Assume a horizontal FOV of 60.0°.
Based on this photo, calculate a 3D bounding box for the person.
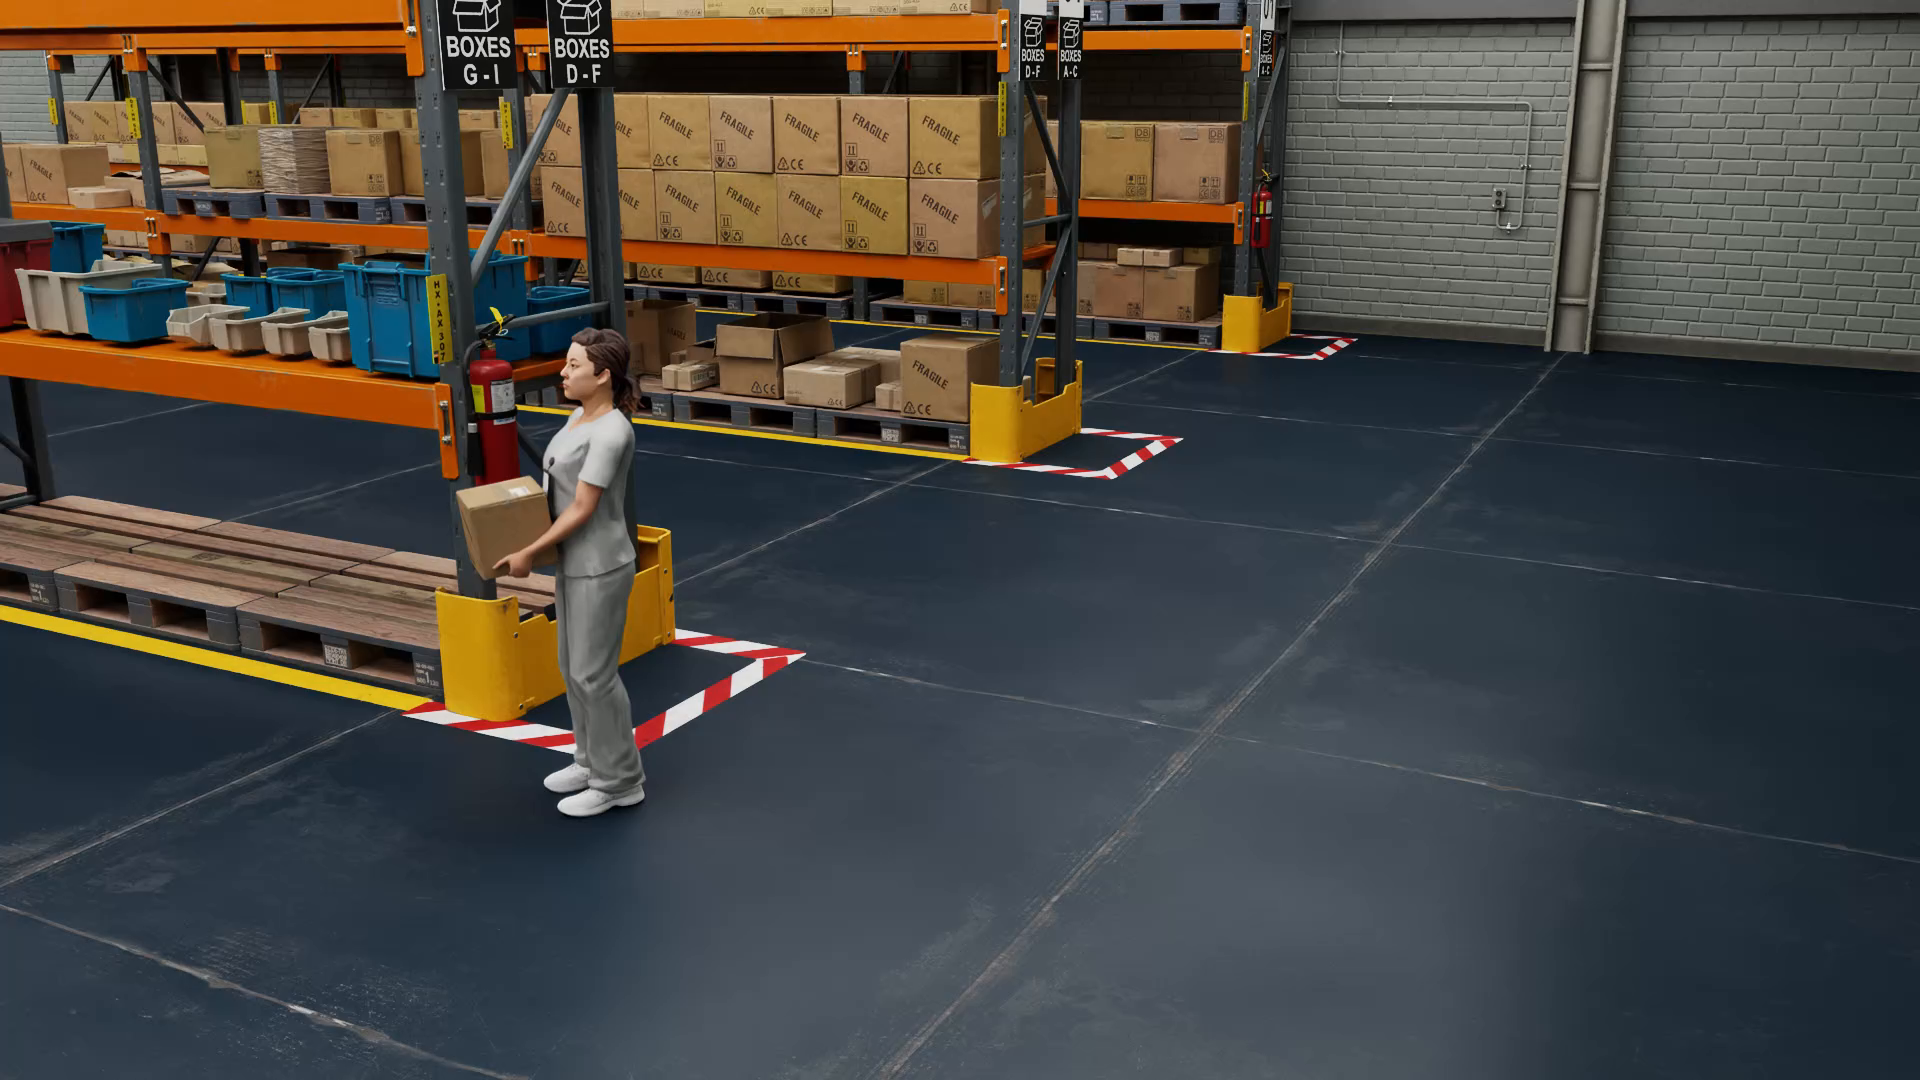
[{"bbox_3d":[-1.321,0.114,5.656,0.560,1.663,0.436,-7,17,-24],"label":"person"}]
